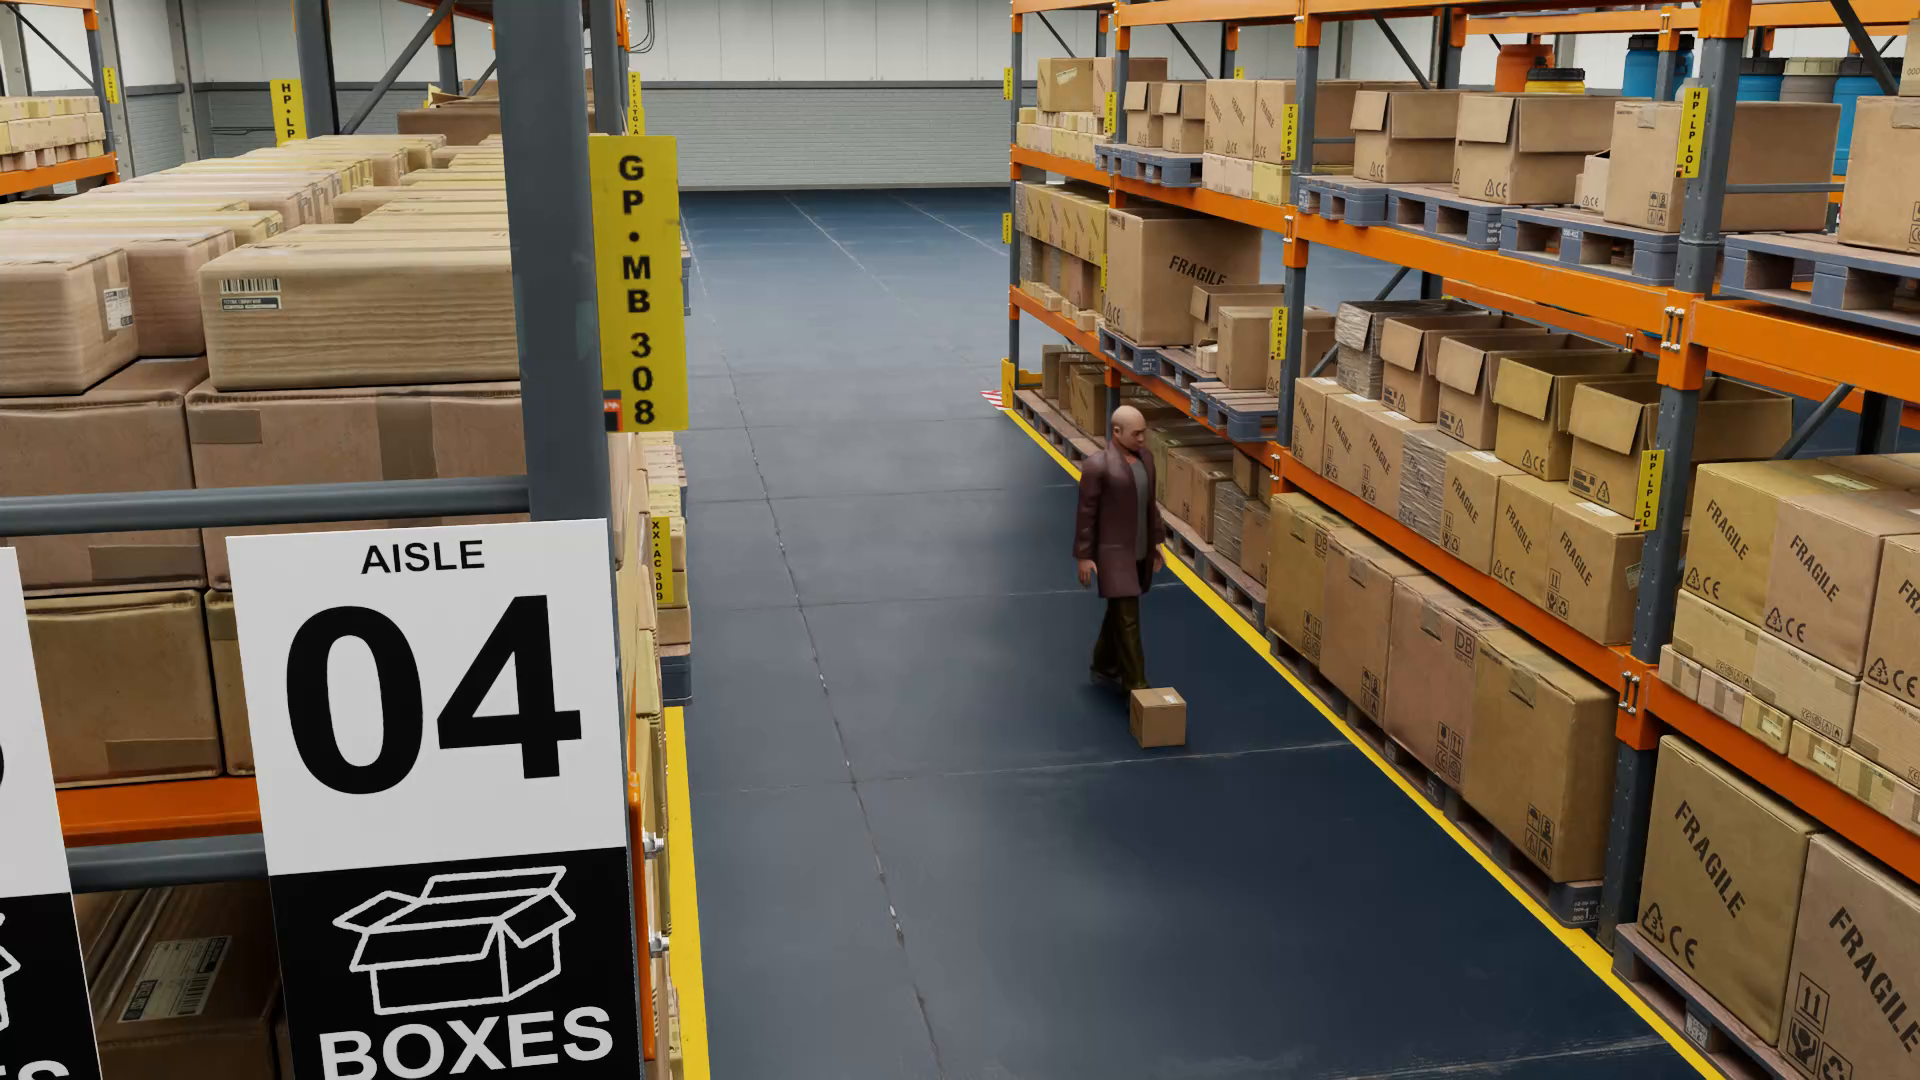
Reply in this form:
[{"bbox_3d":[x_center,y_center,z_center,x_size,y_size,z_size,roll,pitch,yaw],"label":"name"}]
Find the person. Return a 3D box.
[{"bbox_3d":[1.051,0.102,9.659,0.619,1.771,0.794,-15,22,-42],"label":"person"}]
